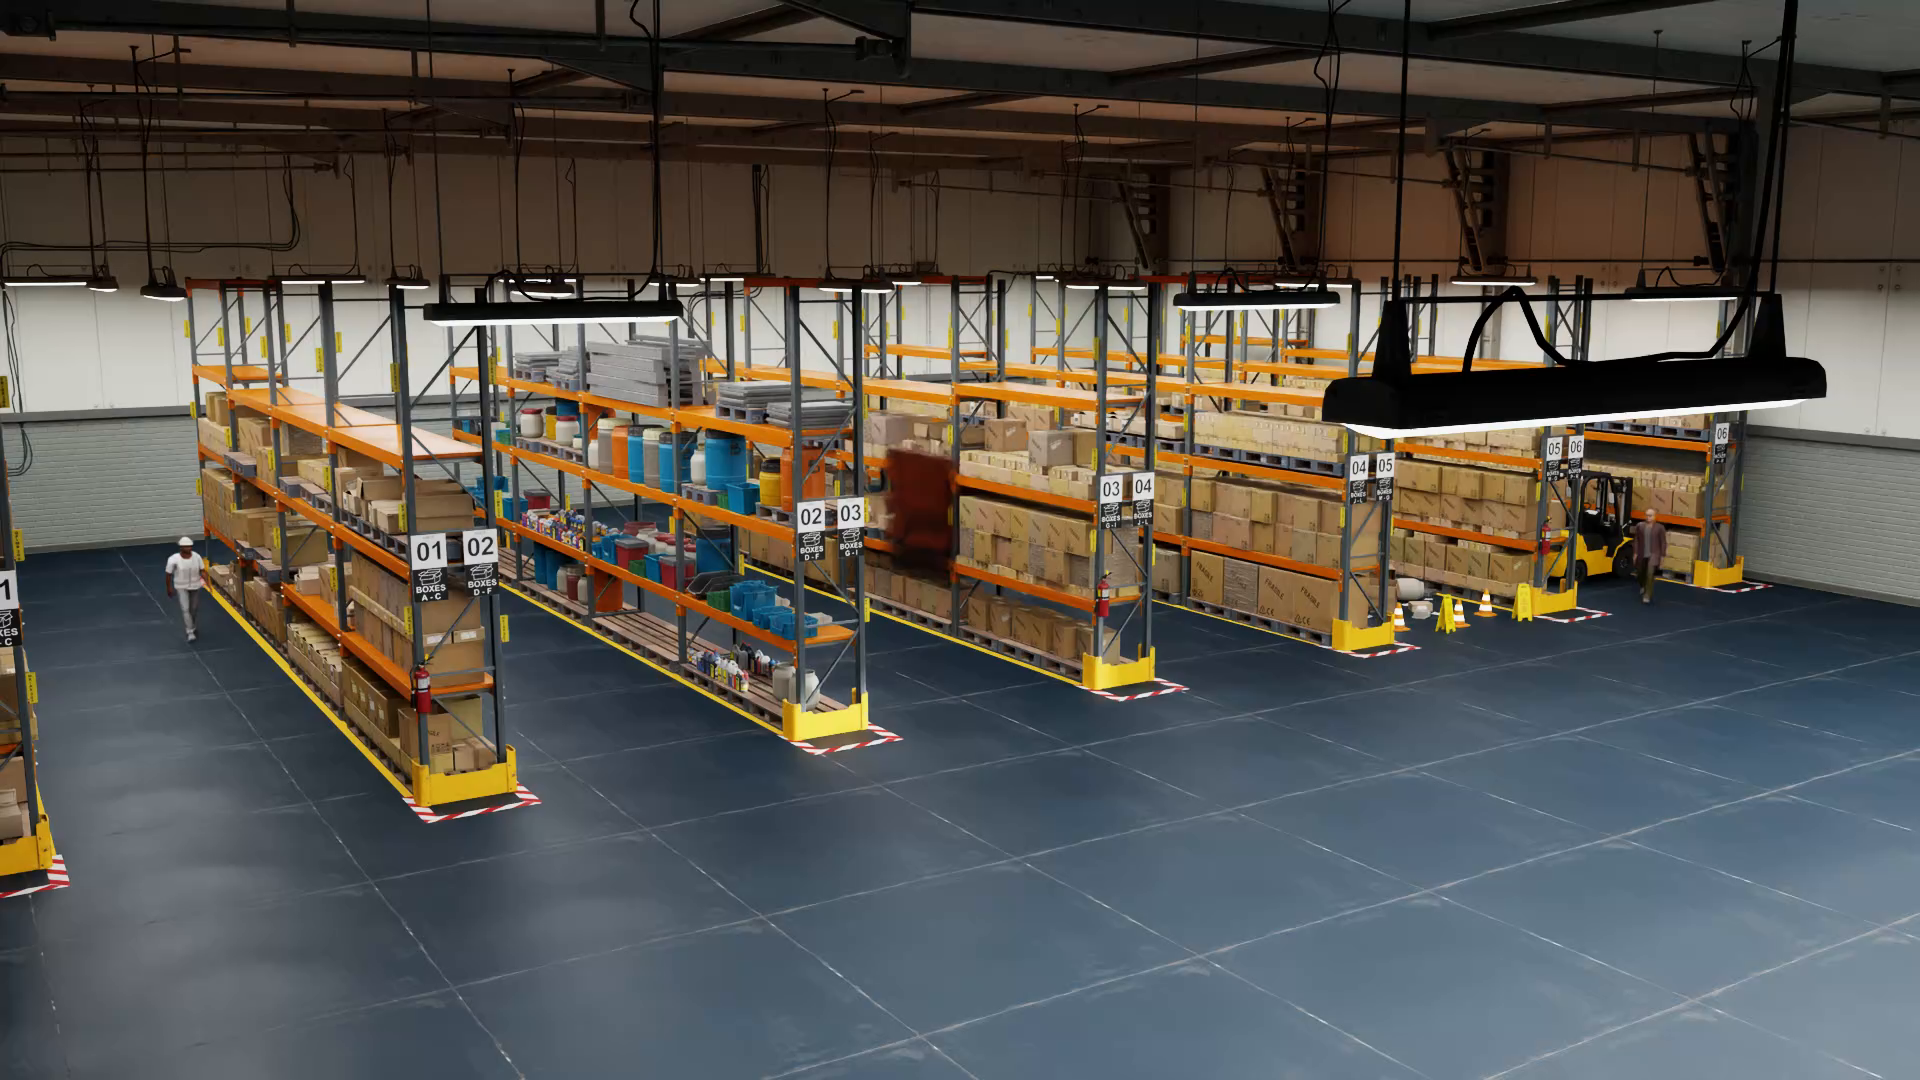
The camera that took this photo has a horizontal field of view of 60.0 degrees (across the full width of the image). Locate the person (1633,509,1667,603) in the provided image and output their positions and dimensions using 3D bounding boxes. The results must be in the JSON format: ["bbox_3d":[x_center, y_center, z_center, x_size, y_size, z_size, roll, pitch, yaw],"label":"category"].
[{"bbox_3d":[12.892,0.273,31.093,0.578,1.737,1.078,6,11,30],"label":"person"}]

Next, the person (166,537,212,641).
[{"bbox_3d":[-13.013,0.794,28.064,0.671,1.709,1.081,-7,12,-34],"label":"person"}]
